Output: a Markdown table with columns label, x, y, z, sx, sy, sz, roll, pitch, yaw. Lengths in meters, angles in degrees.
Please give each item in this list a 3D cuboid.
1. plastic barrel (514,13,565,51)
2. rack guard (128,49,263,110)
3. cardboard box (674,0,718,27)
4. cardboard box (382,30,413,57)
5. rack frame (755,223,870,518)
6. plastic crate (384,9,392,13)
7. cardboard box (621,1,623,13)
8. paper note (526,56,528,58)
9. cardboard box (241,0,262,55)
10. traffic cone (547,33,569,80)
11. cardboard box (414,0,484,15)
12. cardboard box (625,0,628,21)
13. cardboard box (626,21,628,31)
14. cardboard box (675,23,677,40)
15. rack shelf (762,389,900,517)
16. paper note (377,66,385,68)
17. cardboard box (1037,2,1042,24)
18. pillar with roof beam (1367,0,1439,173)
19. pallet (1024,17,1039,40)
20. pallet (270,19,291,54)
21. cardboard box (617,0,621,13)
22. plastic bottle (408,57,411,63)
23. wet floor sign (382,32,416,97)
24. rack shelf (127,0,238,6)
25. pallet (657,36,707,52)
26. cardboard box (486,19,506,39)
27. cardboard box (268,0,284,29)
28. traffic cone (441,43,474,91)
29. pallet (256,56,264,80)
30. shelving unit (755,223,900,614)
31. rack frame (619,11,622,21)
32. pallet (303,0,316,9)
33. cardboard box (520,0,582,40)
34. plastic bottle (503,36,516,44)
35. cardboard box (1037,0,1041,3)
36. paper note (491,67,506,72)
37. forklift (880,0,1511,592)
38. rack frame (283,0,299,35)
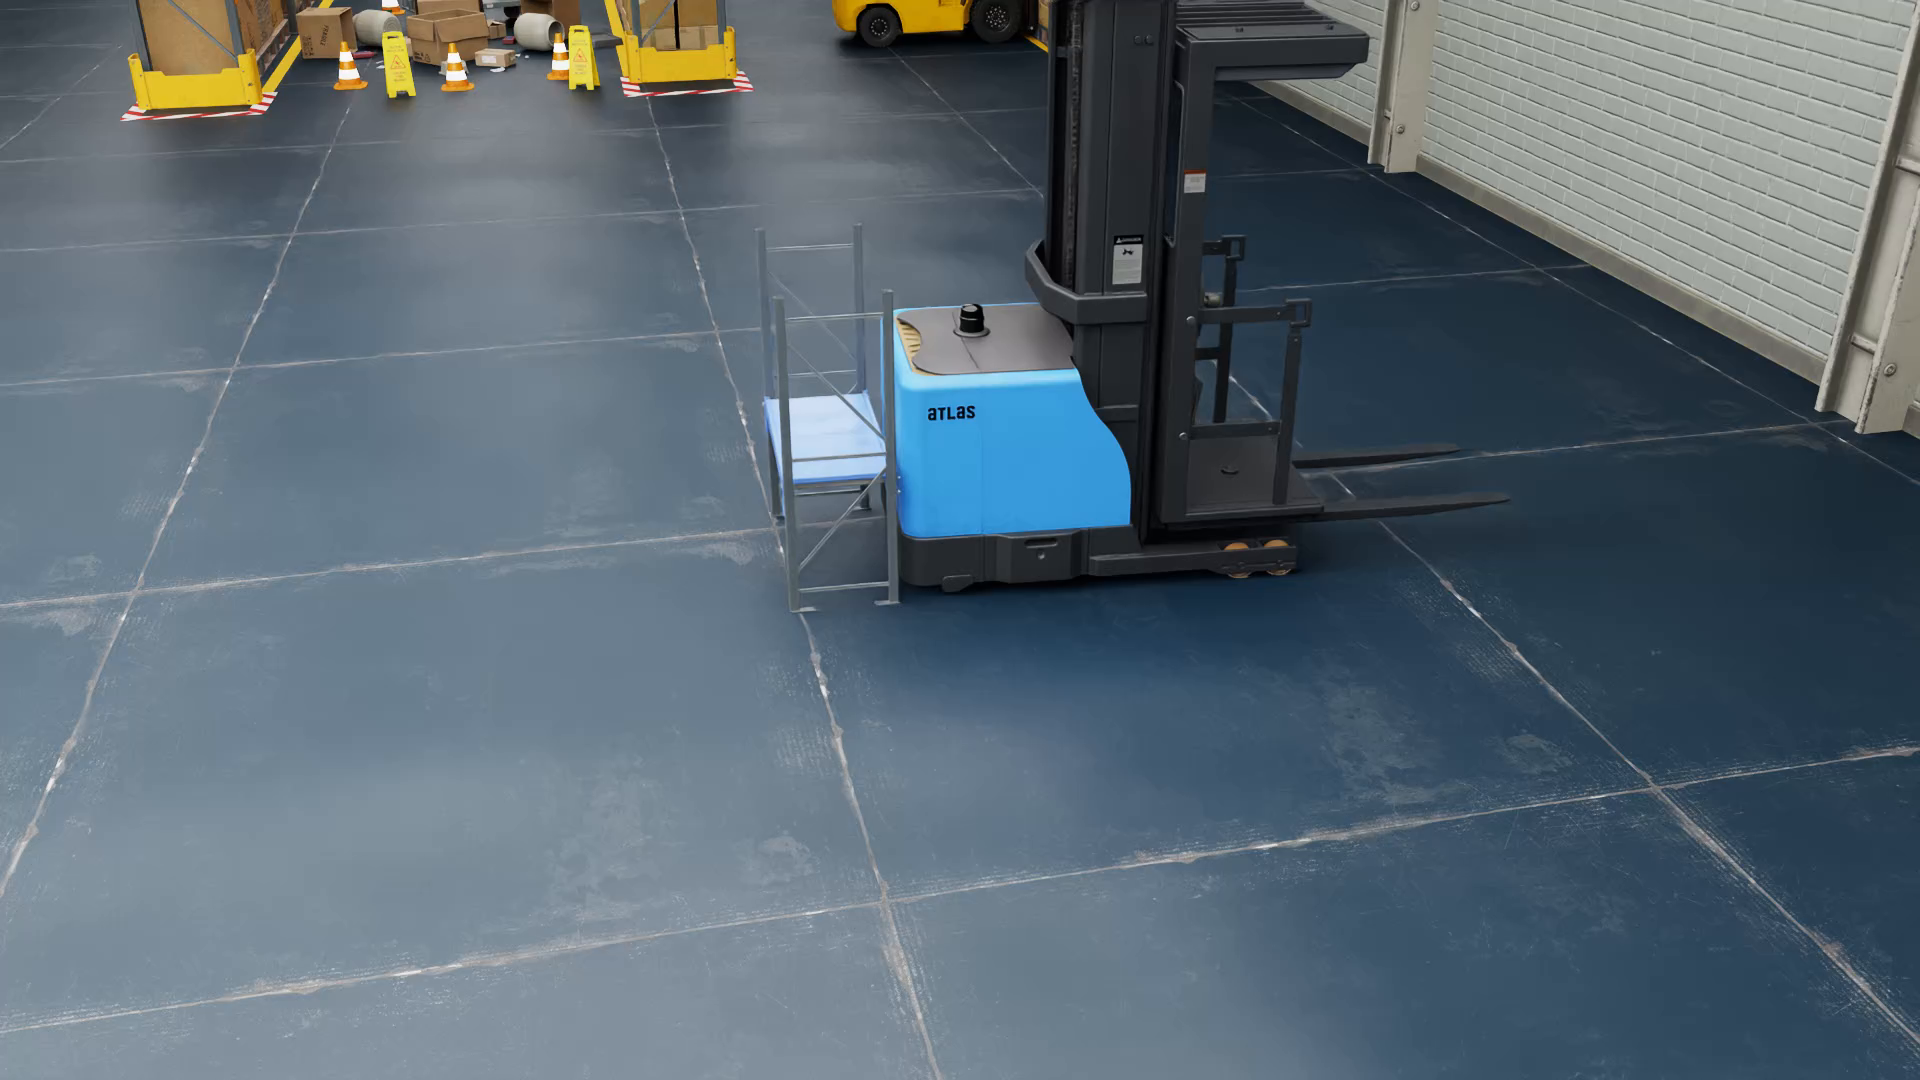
| label | x | y | z | sx | sy | sz | roll | pitch | yaw |
| --- | --- | --- | --- | --- | --- | --- | --- | --- | --- |
| plastic barrel | -4.982 | -6.011 | 19.690 | 0.512 | 0.421 | 0.421 | 13 | 30 | 24 |
| rack guard | -7.836 | -4.735 | 17.076 | 1.175 | 0.500 | 0.348 | -6 | 27 | -12 |
| cardboard box | -2.960 | -6.096 | 18.752 | 0.500 | 0.500 | 0.500 | -7 | 28 | -13 |
| cardboard box | -6.561 | -5.829 | 19.505 | 0.396 | 0.266 | 0.258 | -1 | 27 | -3 |
| rack frame | -0.714 | -0.811 | 8.192 | 0.500 | 1.500 | 0.032 | -5 | 27 | -9 |
| plastic crate | -7.427 | -6.445 | 20.746 | 0.450 | 0.188 | 0.662 | -2 | 25 | 20 |
| cardboard box | -3.819 | -6.372 | 20.131 | 0.500 | 0.250 | 0.500 | -6 | 27 | -12 |
| paper note | -5.061 | -5.650 | 19.432 | 0.032 | 0.001 | 0.123 | -6 | 27 | -12 |
| cardboard box | -8.259 | -5.777 | 18.260 | 0.875 | 0.875 | 0.875 | -6 | 27 | -12 |
| traffic cone | -4.395 | -5.334 | 18.304 | 0.336 | 0.463 | 0.334 | -6 | 27 | -12 |
| cardboard box | -6.123 | -6.278 | 19.980 | 0.797 | 0.637 | 0.503 | -6 | 27 | -12 |
| cardboard box | -3.597 | -6.257 | 19.071 | 0.500 | 0.500 | 0.500 | -5 | 27 | -10 |
| cardboard box | -3.595 | -5.924 | 19.244 | 0.500 | 0.250 | 0.500 | -6 | 27 | -11 |
| cardboard box | -3.061 | -5.976 | 19.345 | 0.500 | 0.250 | 0.500 | -5 | 27 | -10 |
| rack shelf | -0.622 | -0.425 | 7.827 | 0.538 | 0.185 | 1.000 | -5 | 27 | -9 |
| paper note | -6.531 | -5.378 | 18.873 | 0.144 | 0.017 | 0.142 | 3 | 27 | 6 |
| cardboard box | 1.173 | -6.488 | 20.361 | 0.500 | 0.250 | 0.500 | -6 | 27 | -11 |
| pillar with roof beam | -0.327 | -6.918 | 11.970 | 9.100 | 9.000 | 0.400 | -6 | 27 | -12 |
| pallet | 1.309 | -6.535 | 20.964 | 1.003 | 0.211 | 1.213 | -6 | 27 | -12 |
| pallet | -8.648 | -6.031 | 19.964 | 1.003 | 0.211 | 1.213 | -6 | 27 | -12 |
| cardboard box | -4.073 | -6.838 | 21.054 | 0.500 | 0.250 | 0.500 | -7 | 28 | -14 |
| plastic bottle | -6.441 | -5.544 | 19.166 | 0.133 | 0.061 | 0.283 | -16 | 31 | -29 |
| wet floor sign | -5.906 | -4.999 | 17.438 | 0.267 | 0.644 | 0.232 | -11 | 29 | -20 |
| rack shelf | -8.292 | -6.418 | 18.436 | 1.077 | 0.370 | 4.000 | -6 | 27 | -12 |
| pallet | -3.207 | -5.557 | 19.026 | 1.003 | 0.211 | 1.213 | -6 | 27 | -12 |
| cardboard box | -5.850 | -6.368 | 20.573 | 0.396 | 0.266 | 0.258 | 19 | 32 | 32 |
| cardboard box | -8.669 | -6.573 | 19.836 | 0.875 | 0.875 | 0.875 | -6 | 27 | -11 |
| traffic cone | -5.400 | -5.072 | 17.785 | 0.336 | 0.463 | 0.334 | -6 | 27 | -12 |
| pallet | -8.098 | -4.960 | 17.842 | 1.003 | 0.211 | 1.213 | -6 | 27 | -12 |
| shelving unit | -0.622 | -0.586 | 7.746 | 0.538 | 1.500 | 1.048 | -5 | 27 | -9 |
| rack frame | -3.943 | -8.165 | 21.097 | 1.000 | 3.000 | 0.127 | -6 | 27 | -12 |
| pallet | -9.268 | -7.240 | 22.361 | 1.003 | 0.211 | 1.213 | -6 | 27 | -12 |
| cardboard box | -5.027 | -6.441 | 20.454 | 0.500 | 0.500 | 0.500 | 13 | 30 | 24 |
| plastic bottle | -5.479 | -6.096 | 20.259 | 0.133 | 0.061 | 0.283 | -1 | 27 | -3 |
| cardboard box | 1.140 | -6.725 | 20.276 | 0.500 | 0.250 | 0.500 | -7 | 28 | -13 |
| paper note | -5.194 | -5.296 | 18.708 | 0.148 | 0.019 | 0.142 | -16 | 31 | -29 |
| forklift | 1.159 | -1.359 | 7.689 | 3.031 | 2.935 | 1.130 | -4 | 27 | -8 |
| rack frame | -8.743 | -7.617 | 20.013 | 1.000 | 3.000 | 0.127 | -6 | 27 | -12 |
